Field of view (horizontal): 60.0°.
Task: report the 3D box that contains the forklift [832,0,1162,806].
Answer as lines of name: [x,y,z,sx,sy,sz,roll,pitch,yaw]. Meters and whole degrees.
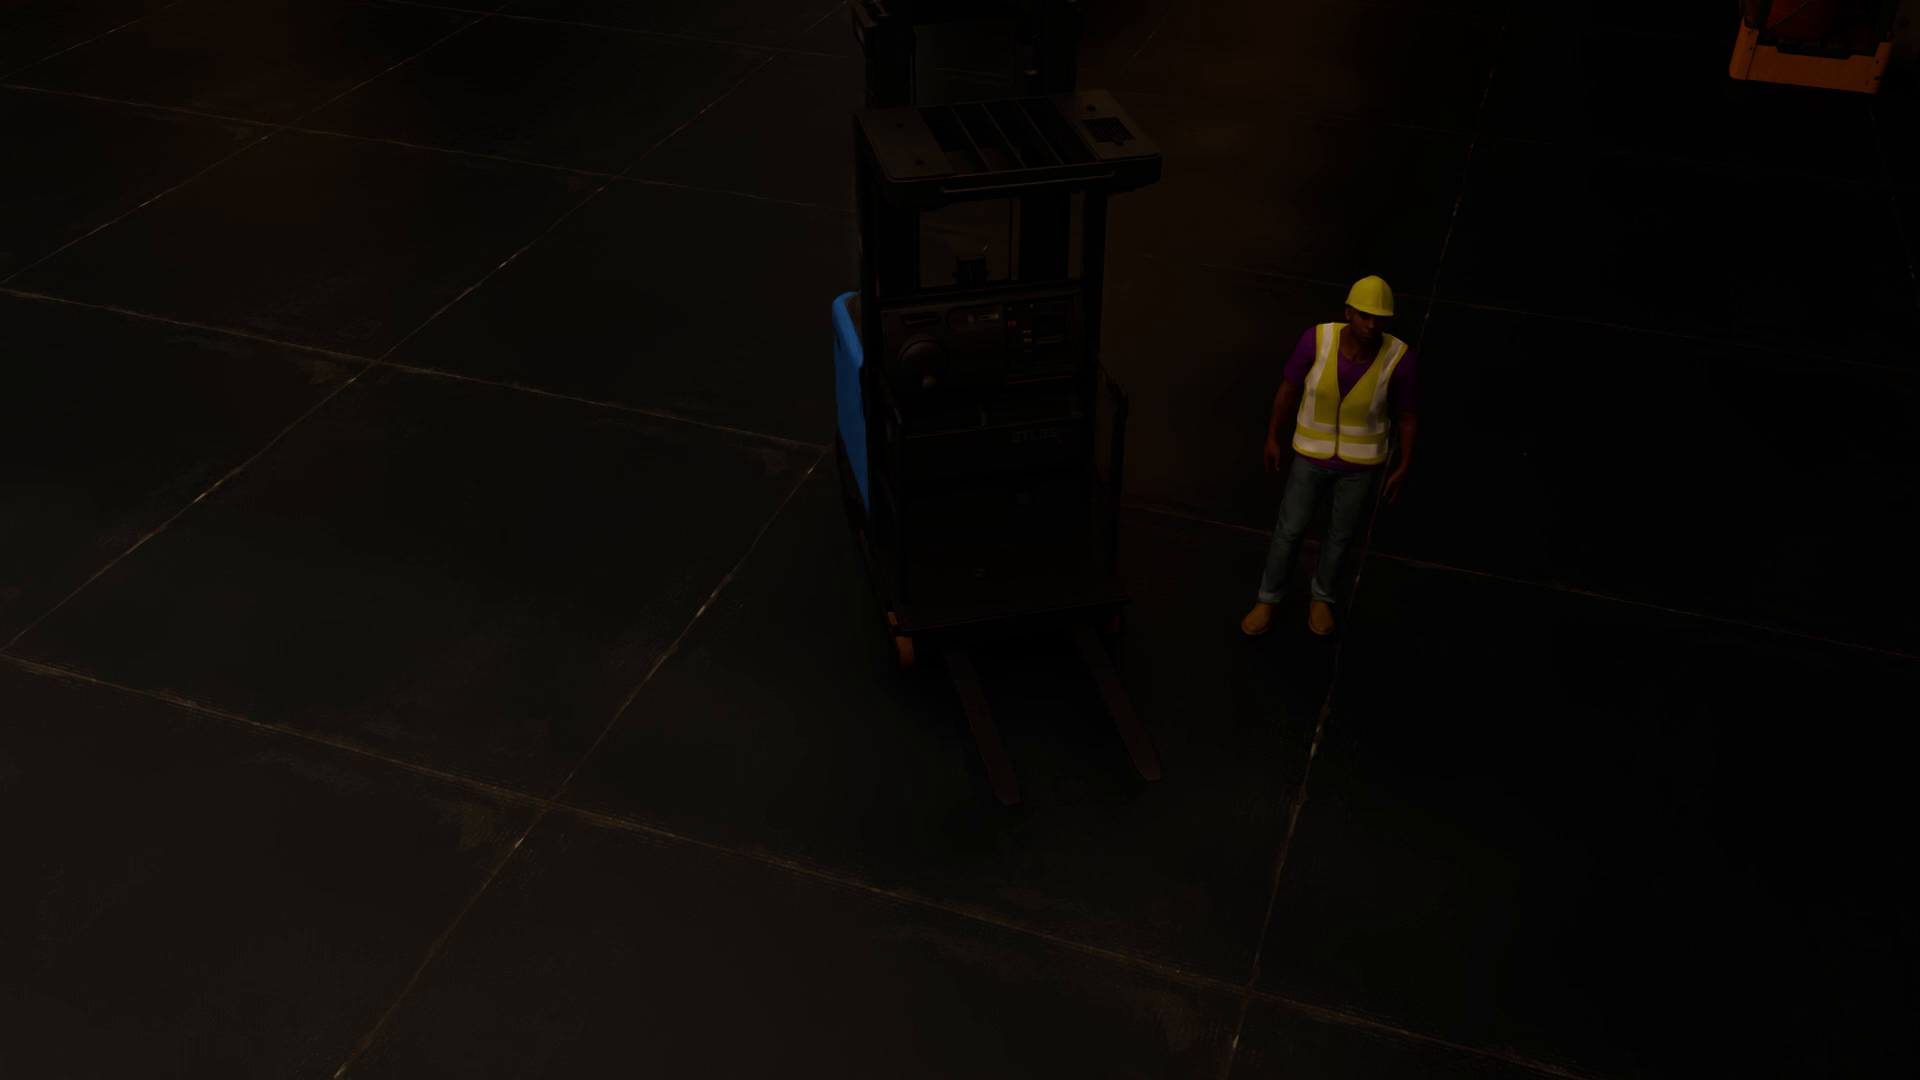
forklift: [0.160,-0.833,7.286,1.130,2.935,3.031,-8,36,-11]

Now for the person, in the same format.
person: [1.717,-0.350,7.604,0.670,1.770,0.561,10,37,14]
